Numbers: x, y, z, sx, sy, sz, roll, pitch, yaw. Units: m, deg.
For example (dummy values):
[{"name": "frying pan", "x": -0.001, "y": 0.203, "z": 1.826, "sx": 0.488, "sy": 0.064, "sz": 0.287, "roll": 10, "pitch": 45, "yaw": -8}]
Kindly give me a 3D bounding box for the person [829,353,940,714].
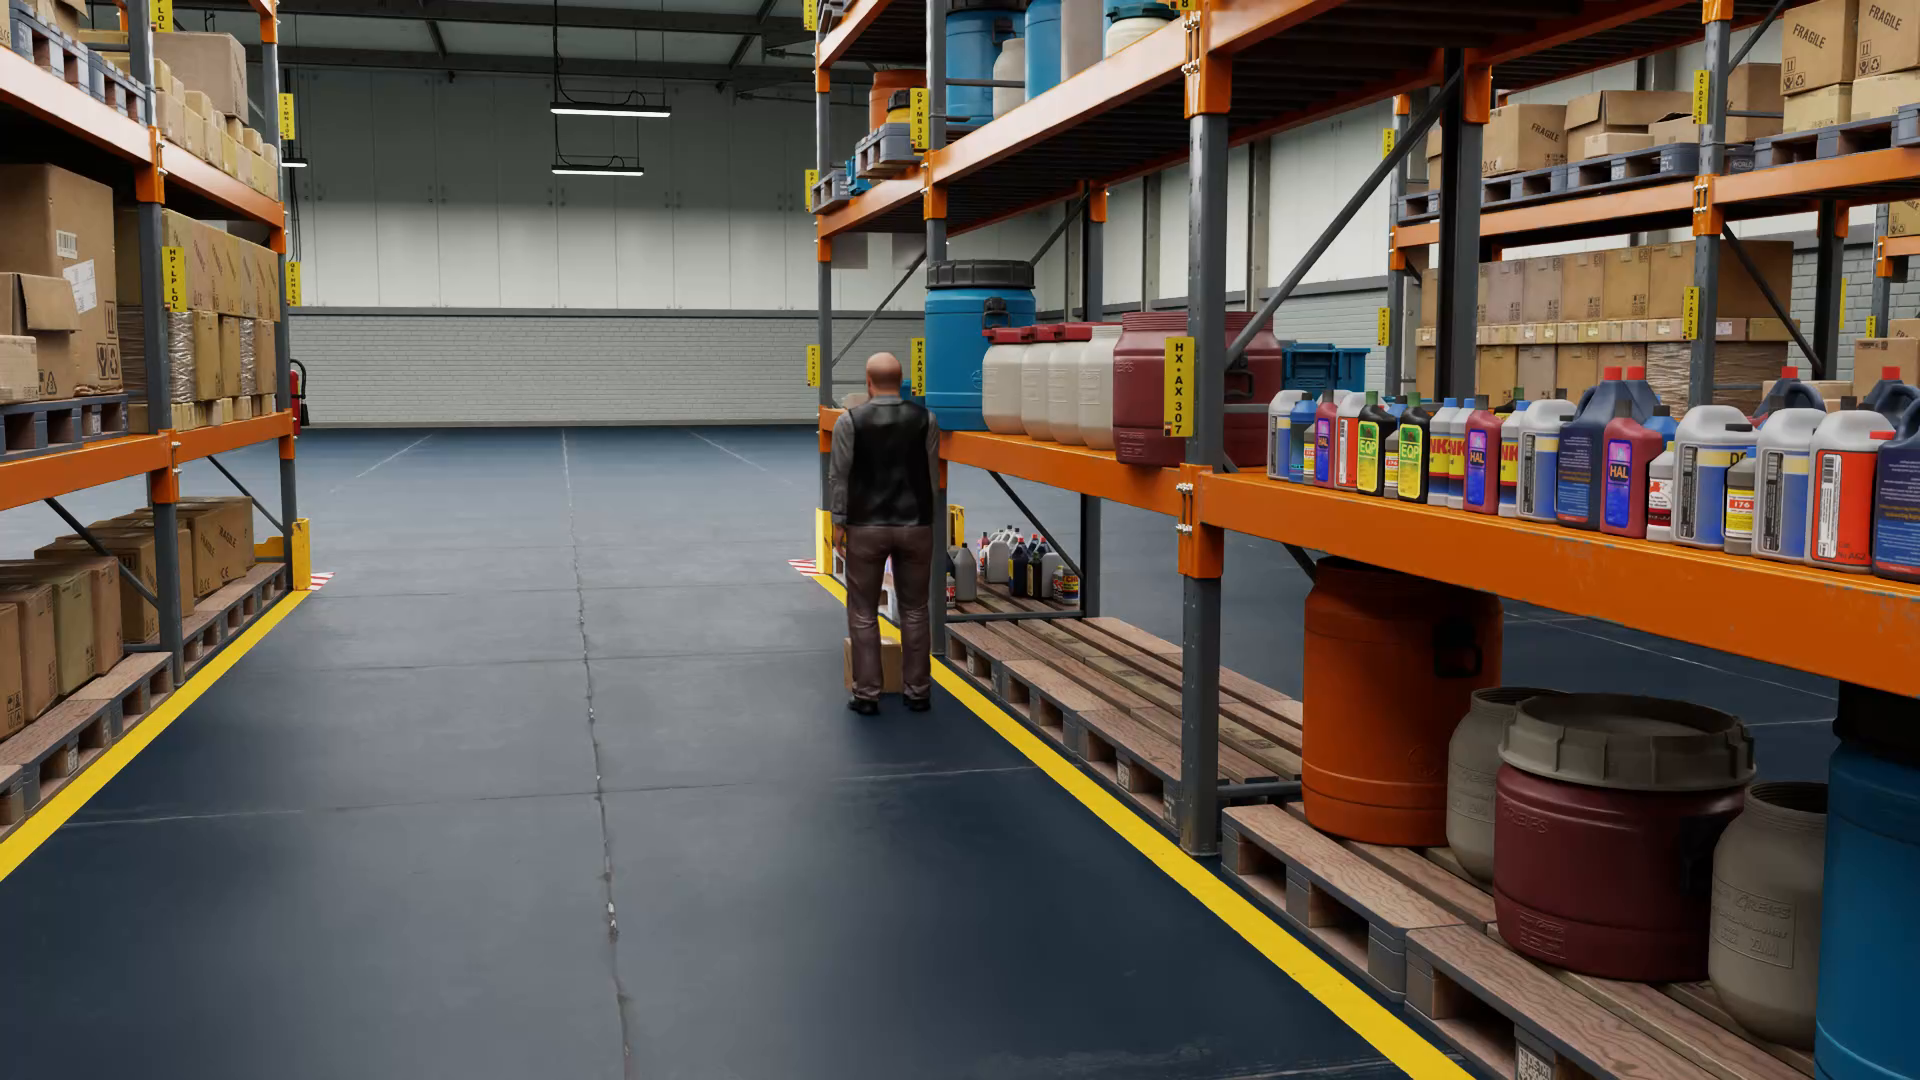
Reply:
[{"name": "person", "x": -0.360, "y": -0.032, "z": 7.945, "sx": 0.535, "sy": 1.714, "sz": 0.354, "roll": -1, "pitch": 6, "yaw": -13}]
